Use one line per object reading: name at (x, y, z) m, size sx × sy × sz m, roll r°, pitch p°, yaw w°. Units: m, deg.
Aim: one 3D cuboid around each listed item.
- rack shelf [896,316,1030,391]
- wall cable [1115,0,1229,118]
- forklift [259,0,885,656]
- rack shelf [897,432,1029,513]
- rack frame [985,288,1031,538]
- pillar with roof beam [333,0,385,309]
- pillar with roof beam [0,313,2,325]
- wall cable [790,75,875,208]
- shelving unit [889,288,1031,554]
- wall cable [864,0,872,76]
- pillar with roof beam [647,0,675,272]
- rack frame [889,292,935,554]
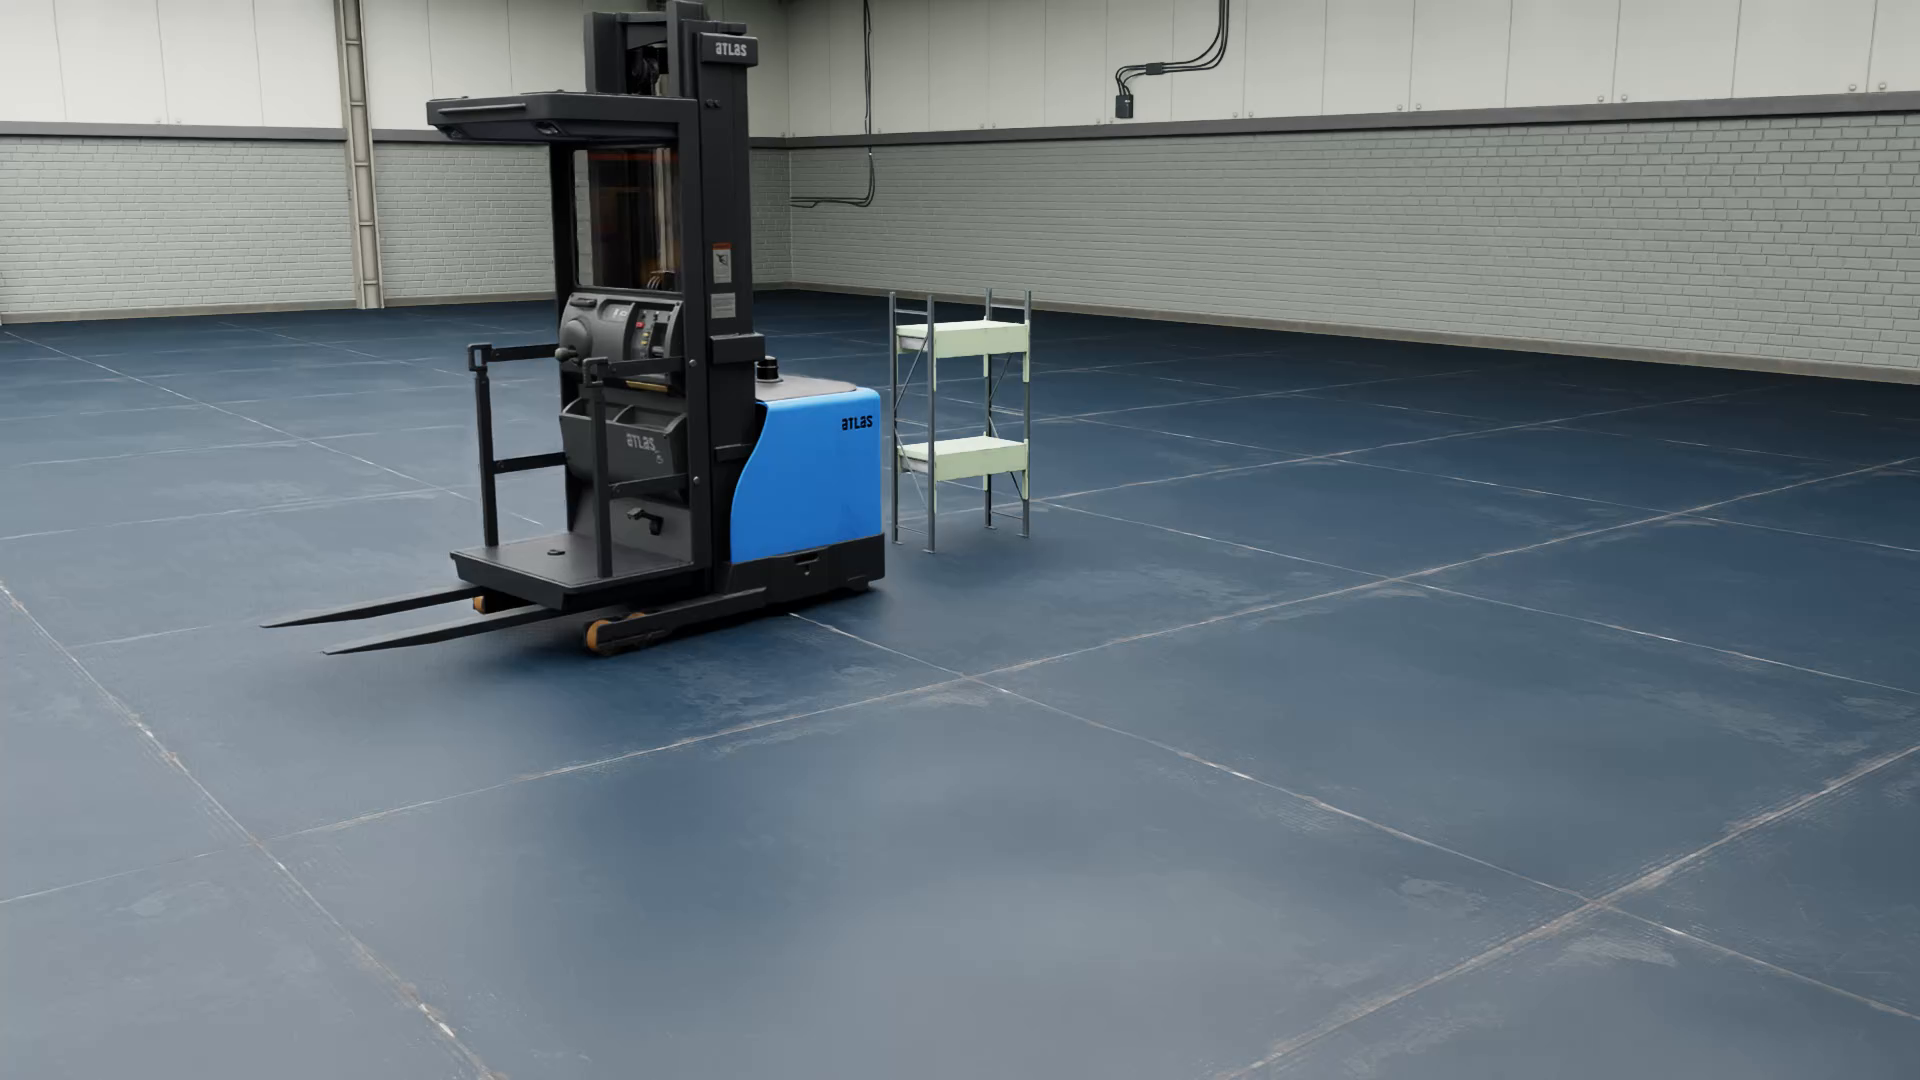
rack shelf at (0.005, -1.116, 9.896) m, size 0.720 × 0.370 × 0.431 m, roll -9°, pitch 15°, yaw -38°
wall cable at (3.259, -9.590, 25.438) m, size 0.169 × 6.003 × 2.305 m, roll -9°, pitch 15°, yaw -38°
forklift at (-1.788, -1.021, 7.882) m, size 1.130 × 2.935 × 3.031 m, roll 11°, pitch 17°, yaw 43°
rack shelf at (0.005, -0.416, 10.045) m, size 0.720 × 0.370 × 0.431 m, roll -9°, pitch 15°, yaw -38°
rack frame at (0.291, -0.782, 10.201) m, size 0.023 × 1.500 × 0.400 m, roll -9°, pitch 15°, yaw -38°
pillar with roof beam at (-7.781, -7.823, 25.307) m, size 0.400 × 9.000 × 9.100 m, roll -9°, pitch 15°, yaw -38°
pillar with roof beam at (-12.467, -7.045, 21.641) m, size 0.400 × 9.000 × 9.100 m, roll -9°, pitch 15°, yaw -38°
wall cable at (-2.659, -7.949, 33.375) m, size 0.112 × 2.526 × 3.097 m, roll -9°, pitch 15°, yaw -38°
shelving unit at (0.005, -0.735, 9.977) m, size 0.755 × 1.500 × 0.431 m, roll -9°, pitch 15°, yaw -38°
wall cable at (-0.969, -9.981, 30.784) m, size 0.112 × 2.526 × 3.097 m, roll -9°, pitch 15°, yaw -38°
pillar with roof beam at (-3.096, -8.602, 28.974) m, size 0.400 × 9.000 × 9.100 m, roll -9°, pitch 15°, yaw -38°
rack frame at (-0.281, -0.687, 9.753) m, size 0.023 × 1.500 × 0.400 m, roll -9°, pitch 15°, yaw -38°
